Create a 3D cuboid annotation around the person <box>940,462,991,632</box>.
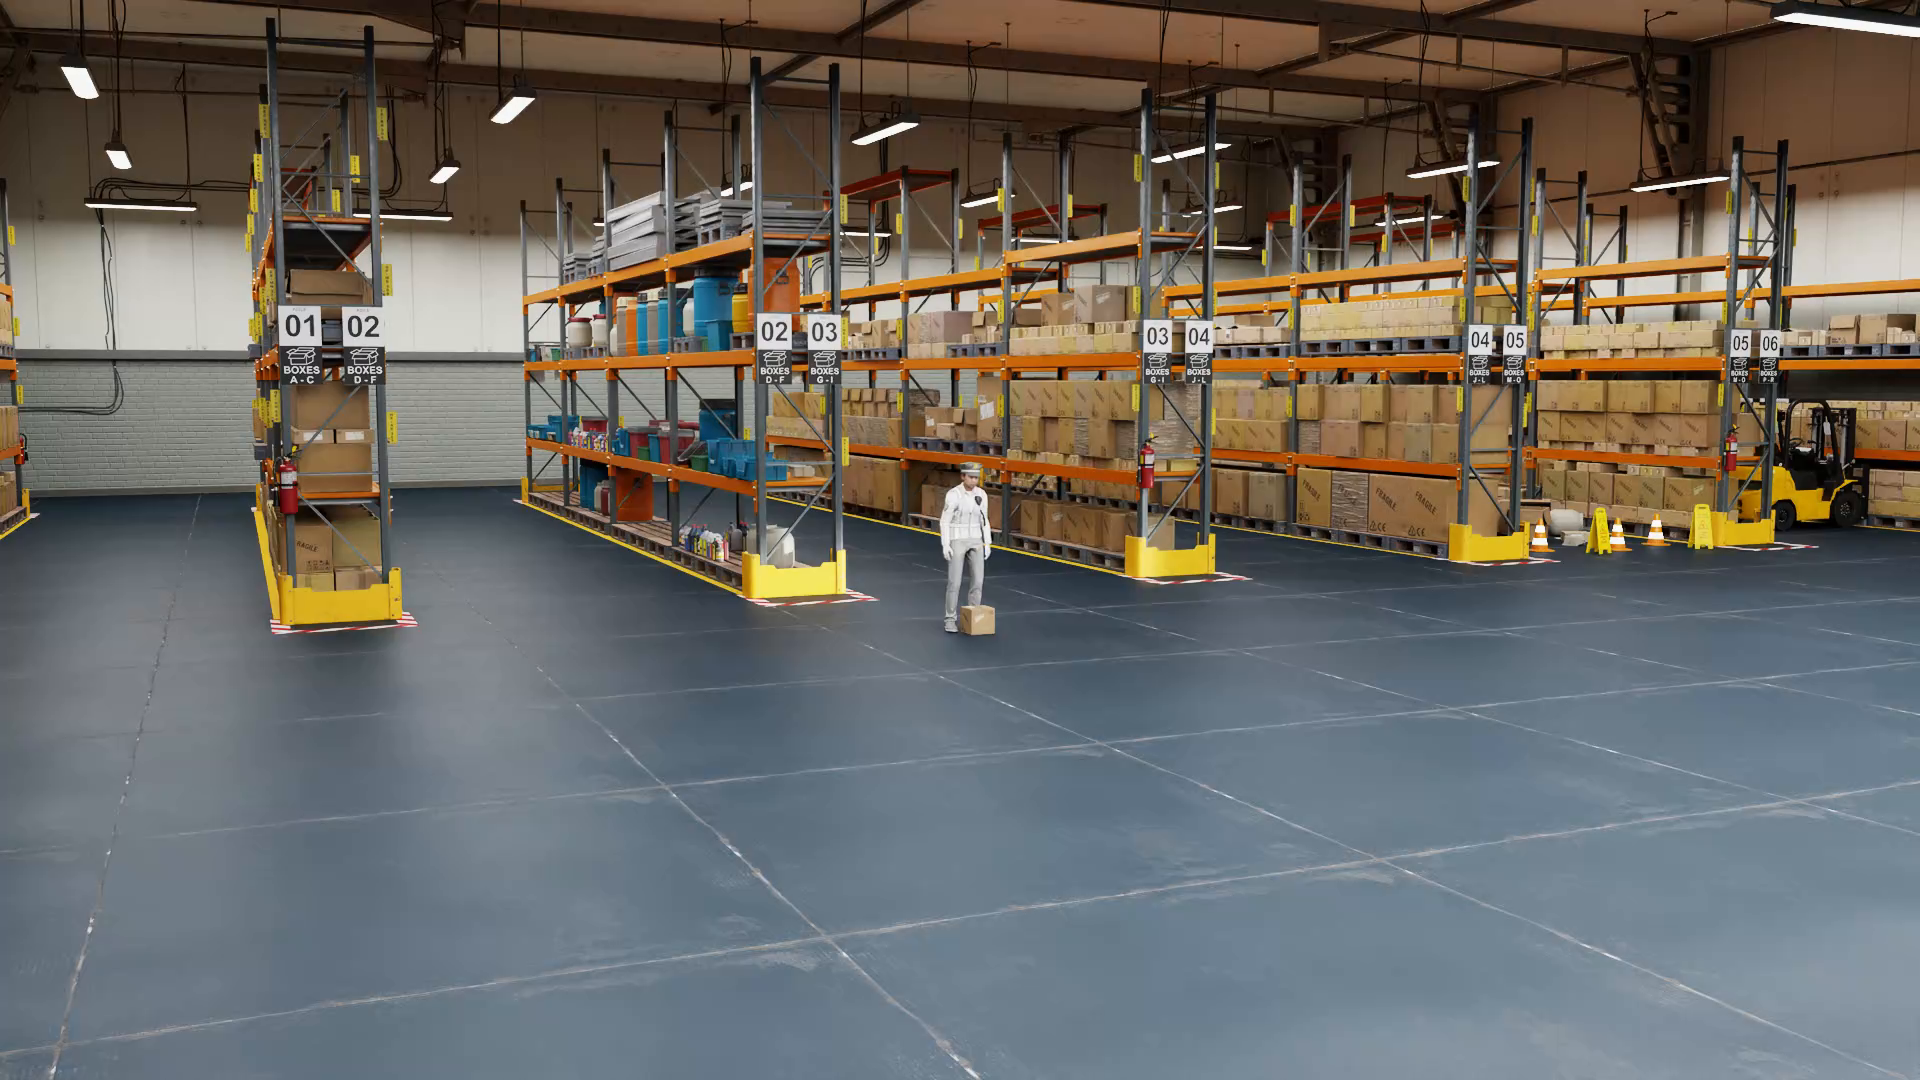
[{"bbox_3d":[0.067,0.064,16.370,0.524,1.654,0.407,-2,6,-24],"label":"person"}]
